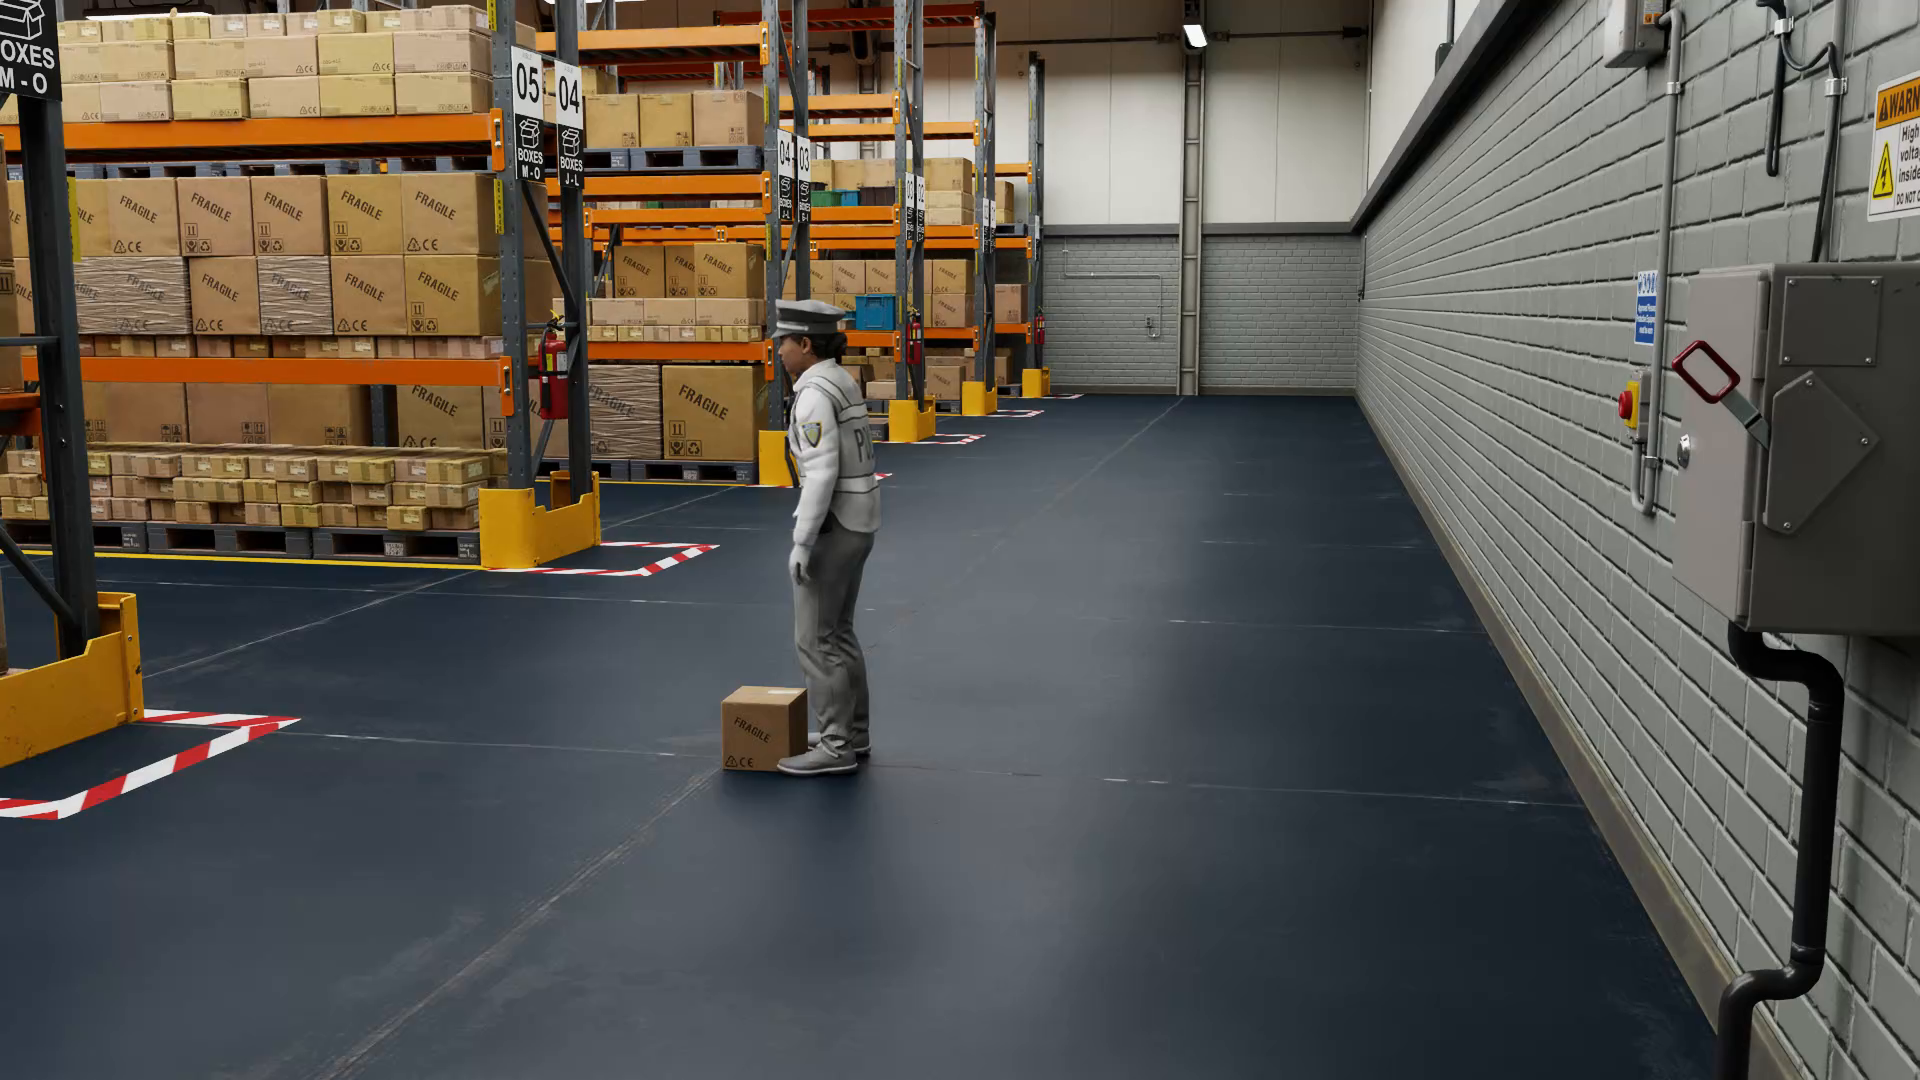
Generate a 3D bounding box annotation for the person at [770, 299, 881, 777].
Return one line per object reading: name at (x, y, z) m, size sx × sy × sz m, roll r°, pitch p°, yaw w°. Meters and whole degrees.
person at (-0.471, -0.011, 5.875) m, size 0.370 × 1.666 × 0.544 m, roll 1°, pitch 8°, yaw 9°
